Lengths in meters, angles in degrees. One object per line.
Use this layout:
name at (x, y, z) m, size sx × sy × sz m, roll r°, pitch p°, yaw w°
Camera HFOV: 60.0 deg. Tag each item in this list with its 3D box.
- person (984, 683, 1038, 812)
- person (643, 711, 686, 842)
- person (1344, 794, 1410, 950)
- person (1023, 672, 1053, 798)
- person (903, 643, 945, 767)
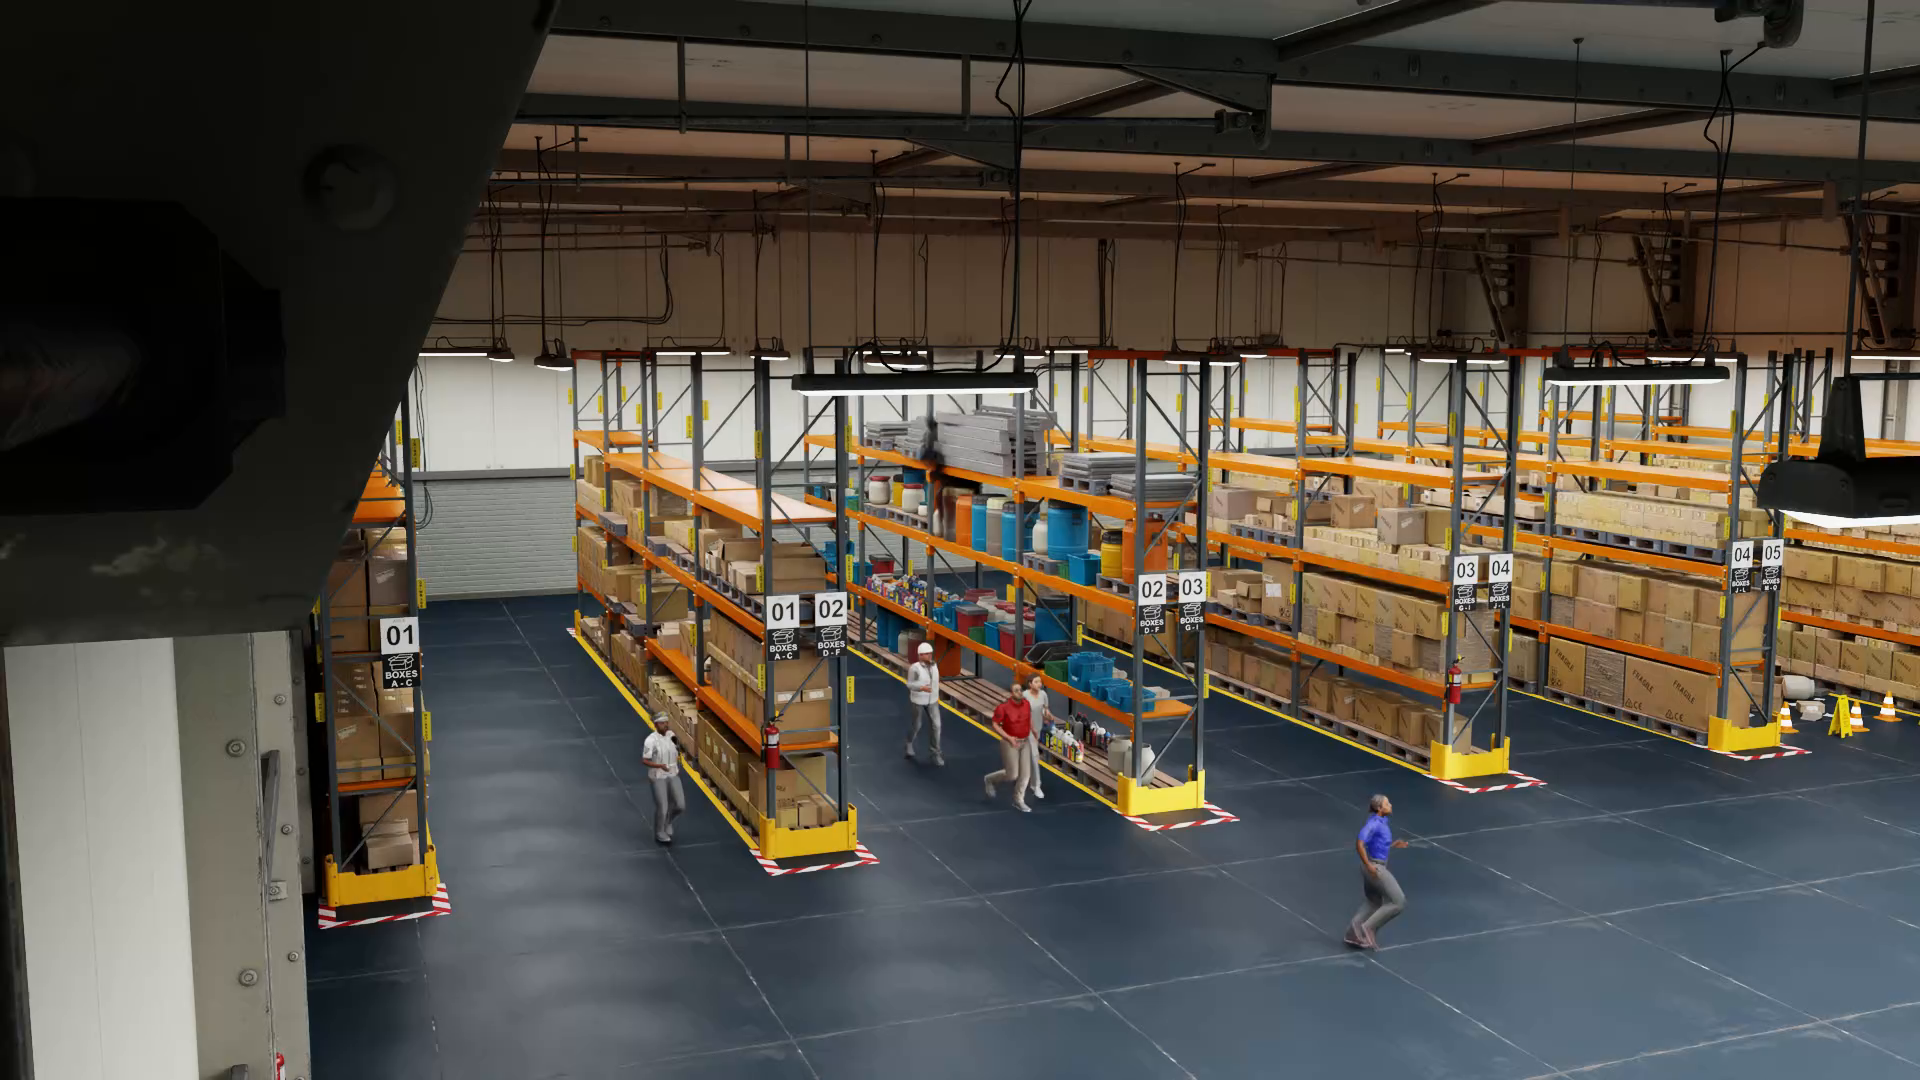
person at (0.711, 2.742, 22.283) m, size 0.667 × 1.717 × 0.743 m, roll -5°, pitch 9°, yaw -36°
person at (-3.633, 2.941, 20.641) m, size 0.565 × 1.657 × 0.548 m, roll -6°, pitch 9°, yaw -39°
person at (4.302, 3.406, 17.113) m, size 0.627 × 1.614 × 0.574 m, roll 1°, pitch 7°, yaw 10°
person at (0.964, 2.652, 23.056) m, size 0.509 × 1.699 × 0.882 m, roll -5°, pitch 9°, yaw -36°
person at (-0.553, 2.395, 24.577) m, size 0.610 × 1.805 × 0.889 m, roll -4°, pitch 8°, yaw -27°
